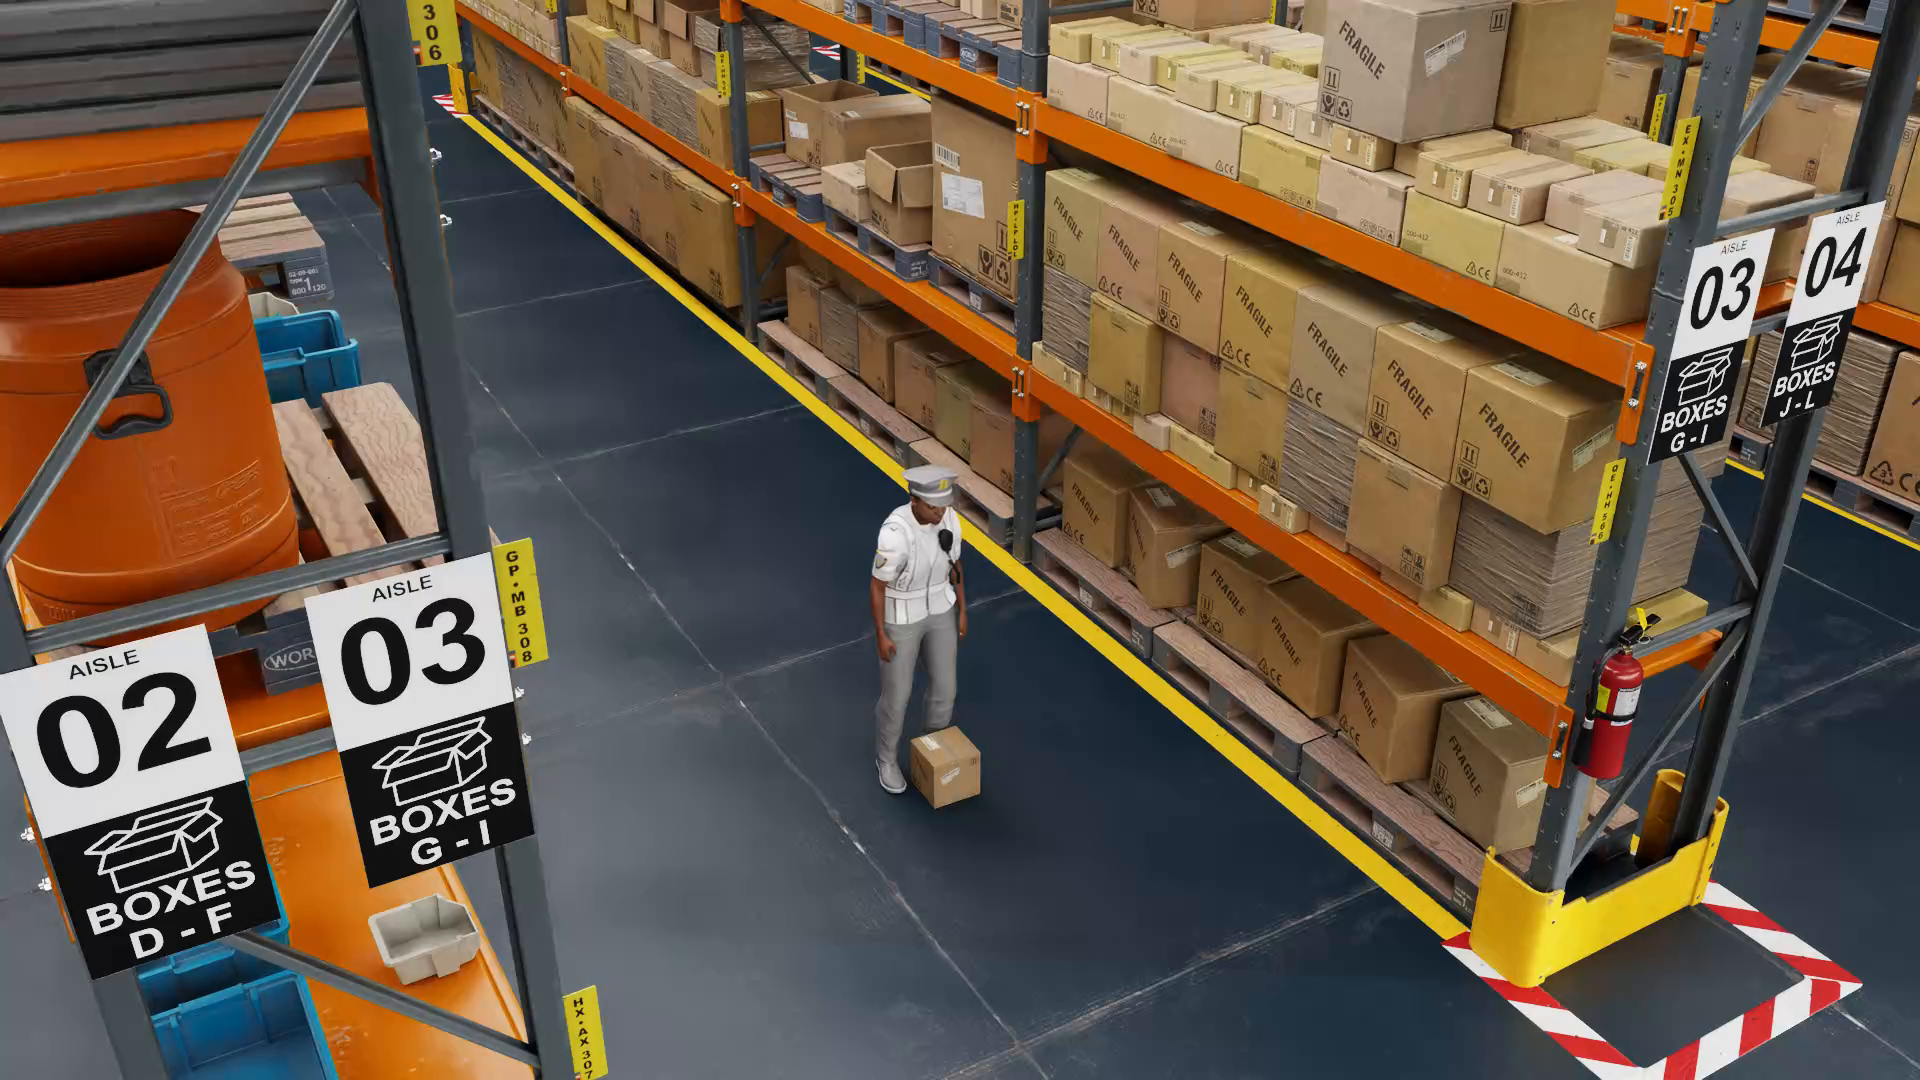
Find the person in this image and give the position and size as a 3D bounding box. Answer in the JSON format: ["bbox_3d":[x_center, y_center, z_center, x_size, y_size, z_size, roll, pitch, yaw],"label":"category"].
[{"bbox_3d":[-0.194,0.393,7.854,0.513,1.657,0.416,-16,33,-27],"label":"person"}]
